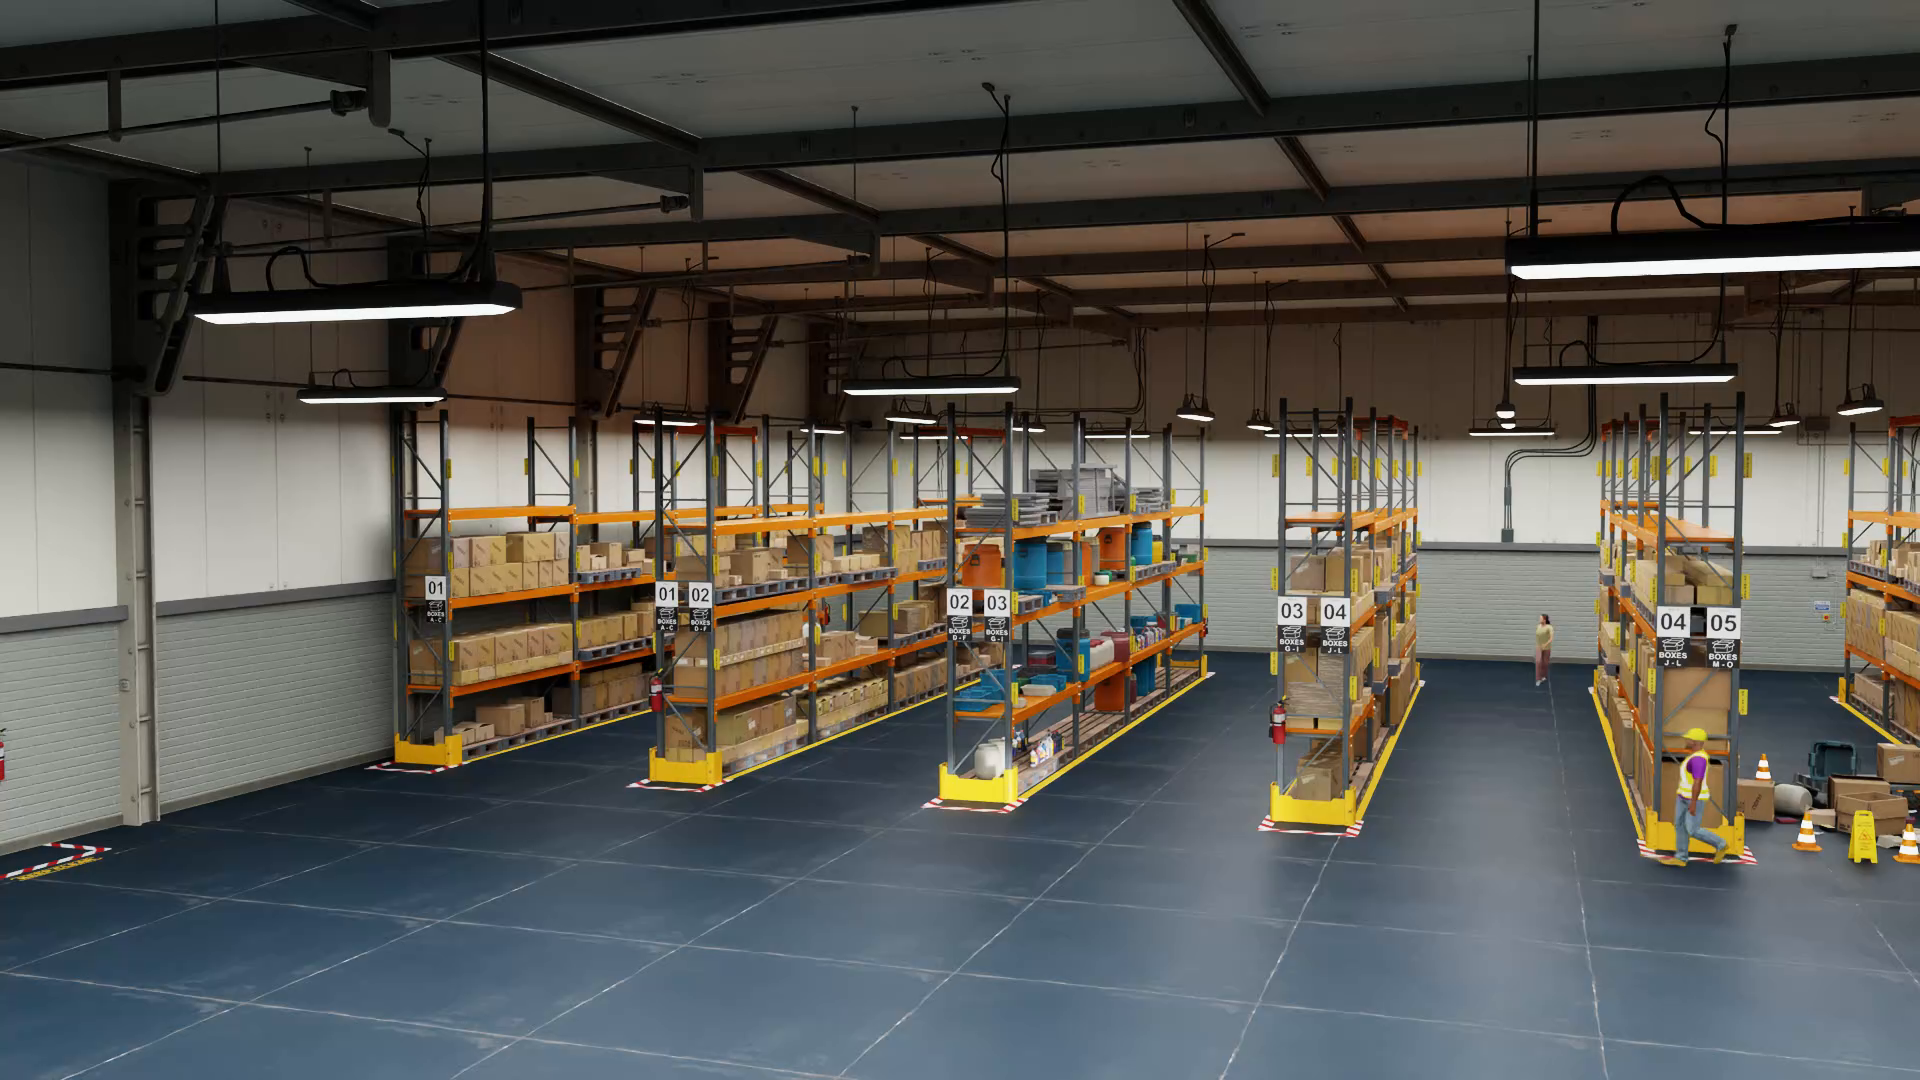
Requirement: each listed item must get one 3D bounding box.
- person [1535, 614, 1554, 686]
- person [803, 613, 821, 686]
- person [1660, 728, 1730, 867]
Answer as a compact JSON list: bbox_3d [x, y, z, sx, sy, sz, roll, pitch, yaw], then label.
[{"bbox_3d":[13.584,2.546,38.668,0.418,1.672,0.932,1,3,21],"label":"person"},{"bbox_3d":[-3.263,2.544,37.731,0.452,1.798,0.589,2,3,34],"label":"person"},{"bbox_3d":[9.217,3.230,20.789,0.747,1.756,0.536,0,2,-6],"label":"person"}]
